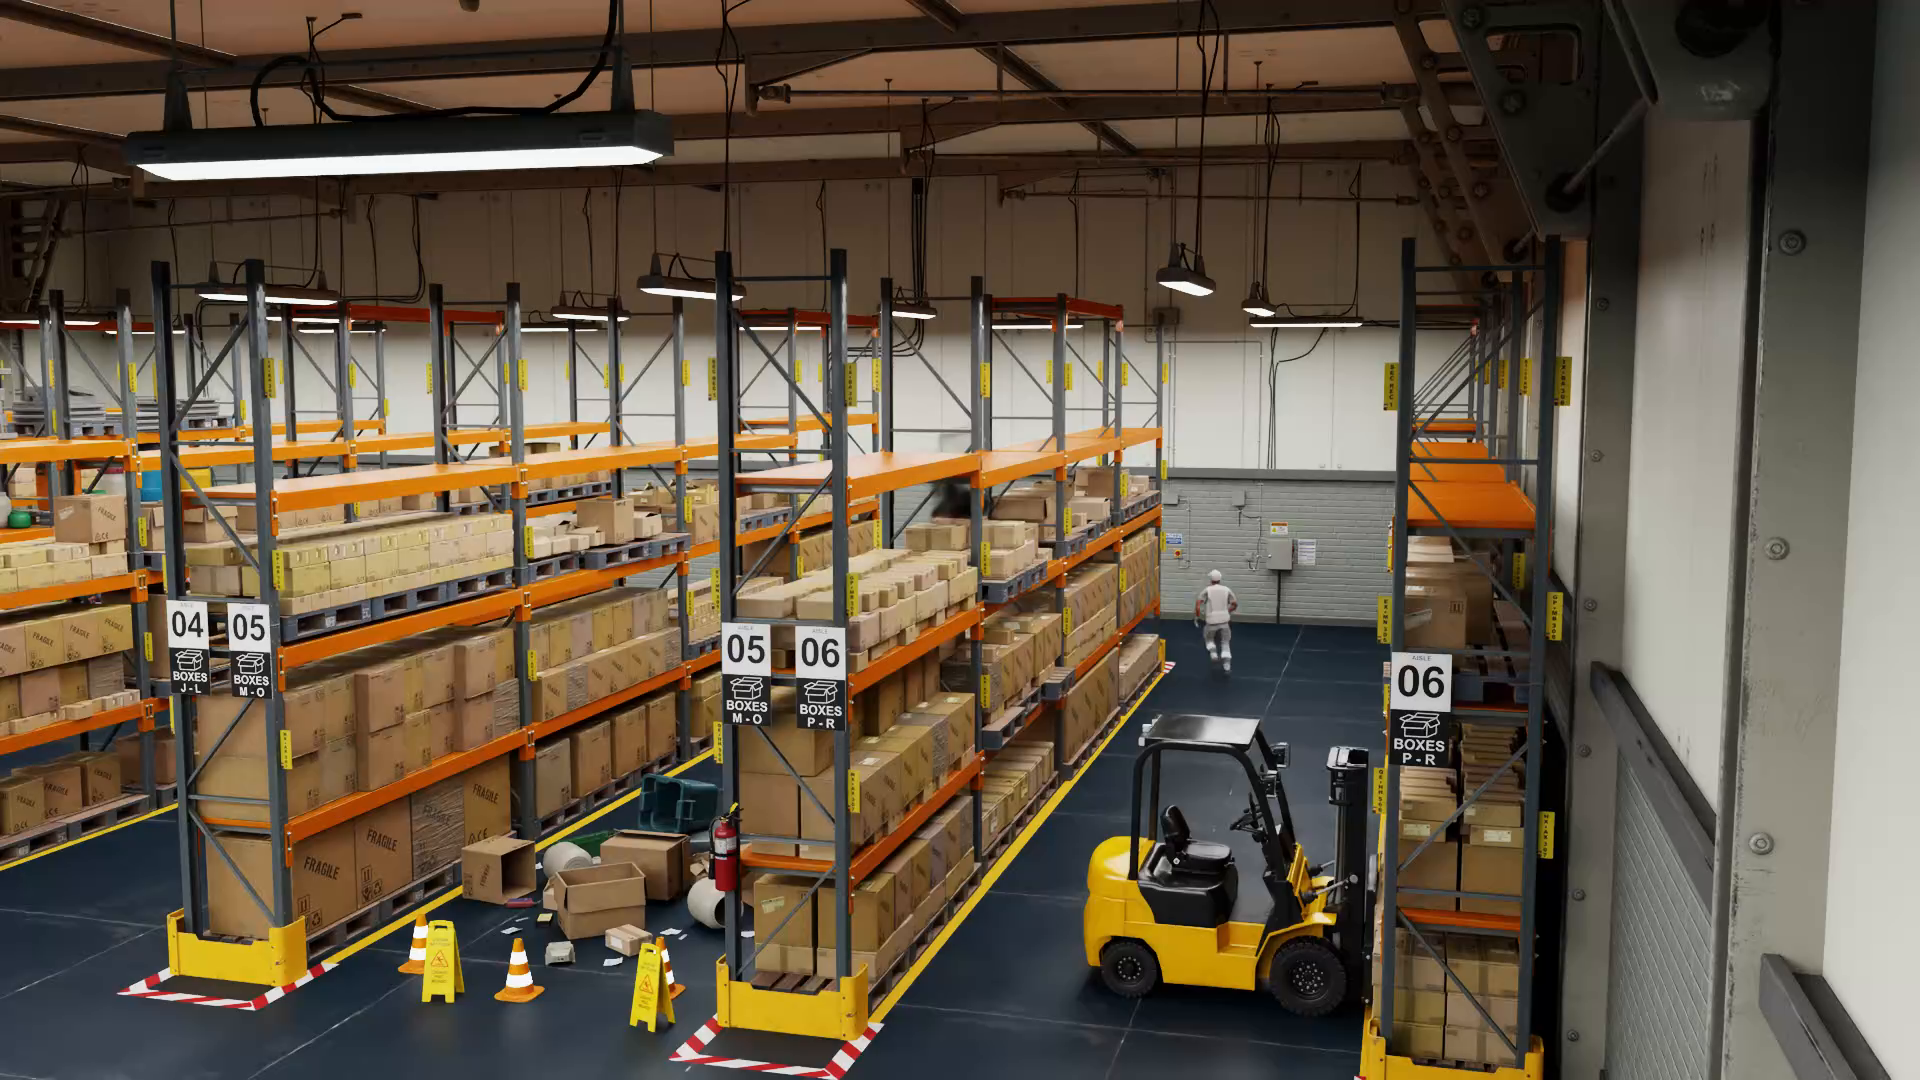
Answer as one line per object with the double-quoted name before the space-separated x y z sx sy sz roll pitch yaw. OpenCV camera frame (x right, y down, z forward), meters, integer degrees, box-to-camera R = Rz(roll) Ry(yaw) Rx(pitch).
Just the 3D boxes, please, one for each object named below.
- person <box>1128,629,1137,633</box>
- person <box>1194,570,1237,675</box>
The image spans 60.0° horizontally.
"person" 3.038 1.268 29.427 0.513 1.606 0.612 1 6 11
"person" 4.253 1.350 27.775 0.725 1.726 0.605 0 6 -1
